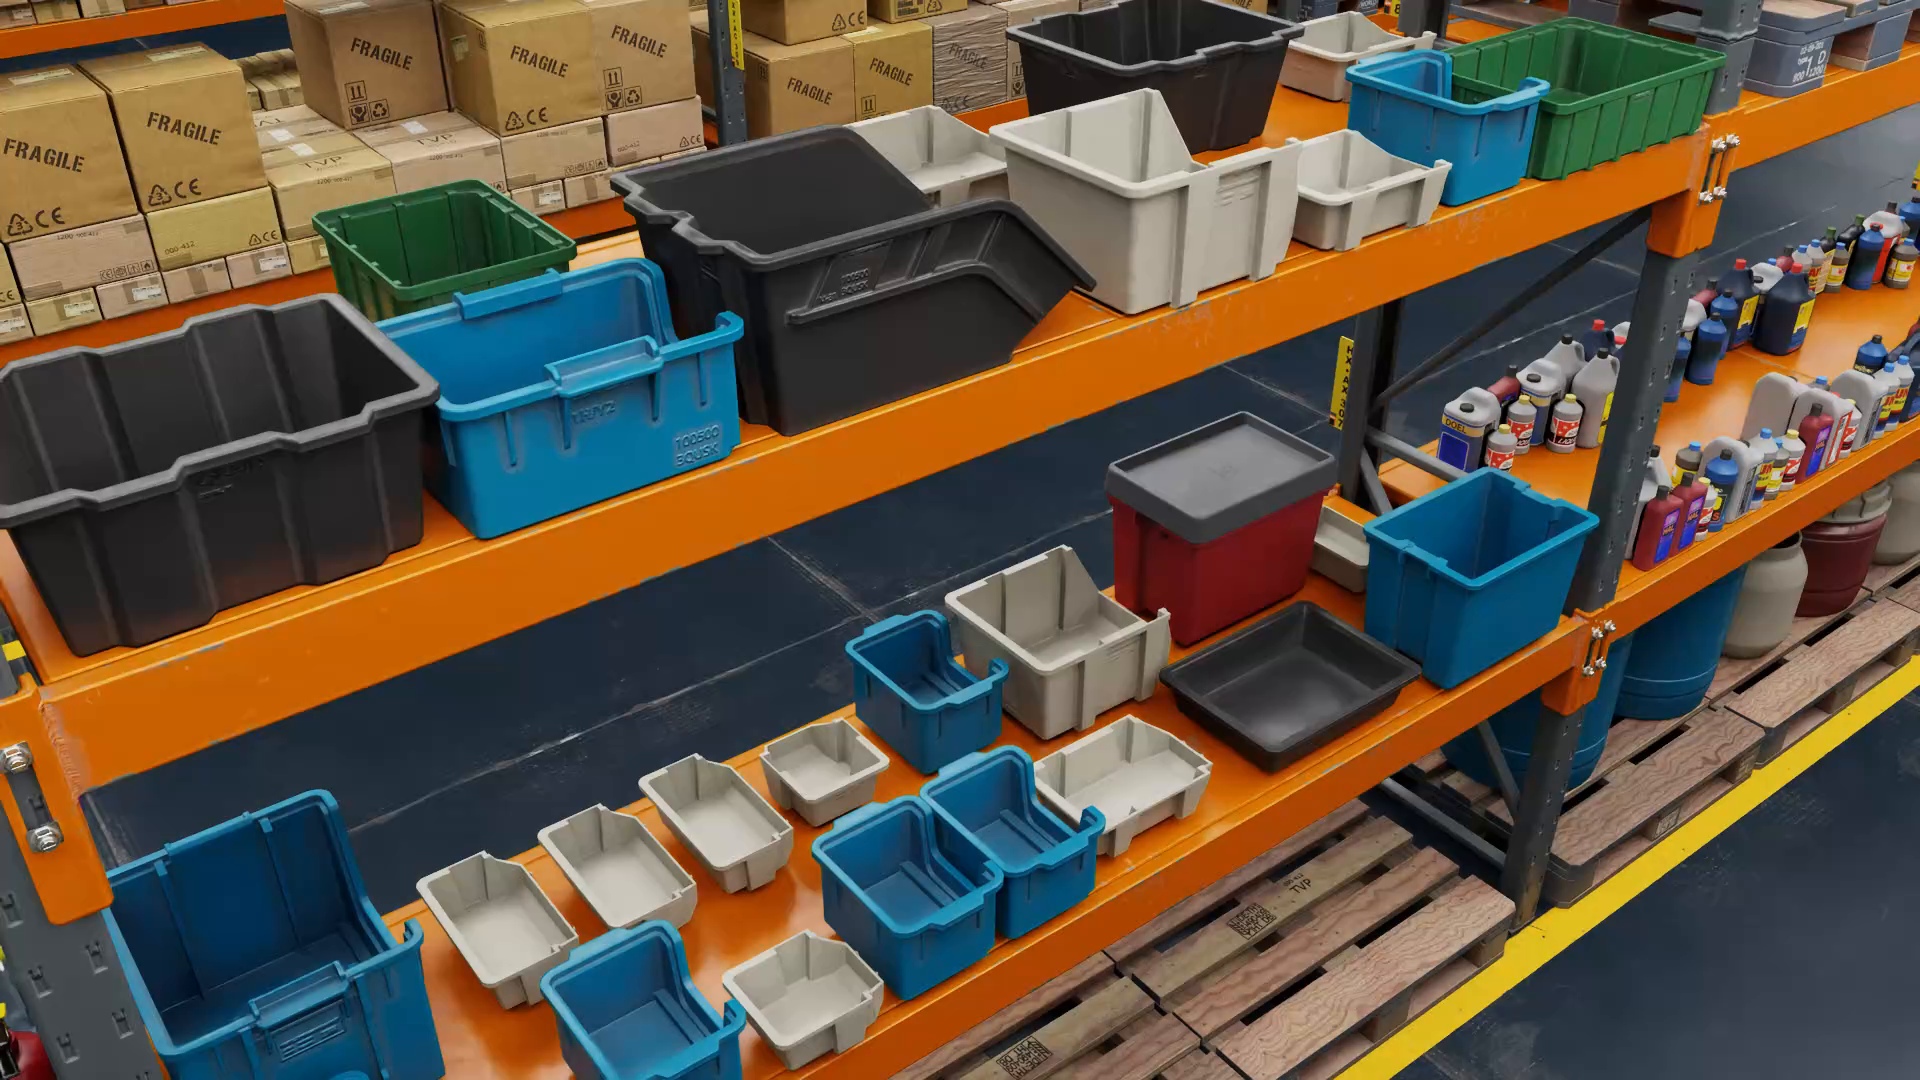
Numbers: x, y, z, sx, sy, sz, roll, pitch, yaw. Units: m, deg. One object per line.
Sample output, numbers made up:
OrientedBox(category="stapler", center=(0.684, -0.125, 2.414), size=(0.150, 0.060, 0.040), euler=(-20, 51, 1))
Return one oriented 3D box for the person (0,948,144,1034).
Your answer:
OrientedBox(category="person", center=(-2.659, 1.017, 4.422), size=(0.559, 1.675, 0.744), euler=(15, 35, 22))
